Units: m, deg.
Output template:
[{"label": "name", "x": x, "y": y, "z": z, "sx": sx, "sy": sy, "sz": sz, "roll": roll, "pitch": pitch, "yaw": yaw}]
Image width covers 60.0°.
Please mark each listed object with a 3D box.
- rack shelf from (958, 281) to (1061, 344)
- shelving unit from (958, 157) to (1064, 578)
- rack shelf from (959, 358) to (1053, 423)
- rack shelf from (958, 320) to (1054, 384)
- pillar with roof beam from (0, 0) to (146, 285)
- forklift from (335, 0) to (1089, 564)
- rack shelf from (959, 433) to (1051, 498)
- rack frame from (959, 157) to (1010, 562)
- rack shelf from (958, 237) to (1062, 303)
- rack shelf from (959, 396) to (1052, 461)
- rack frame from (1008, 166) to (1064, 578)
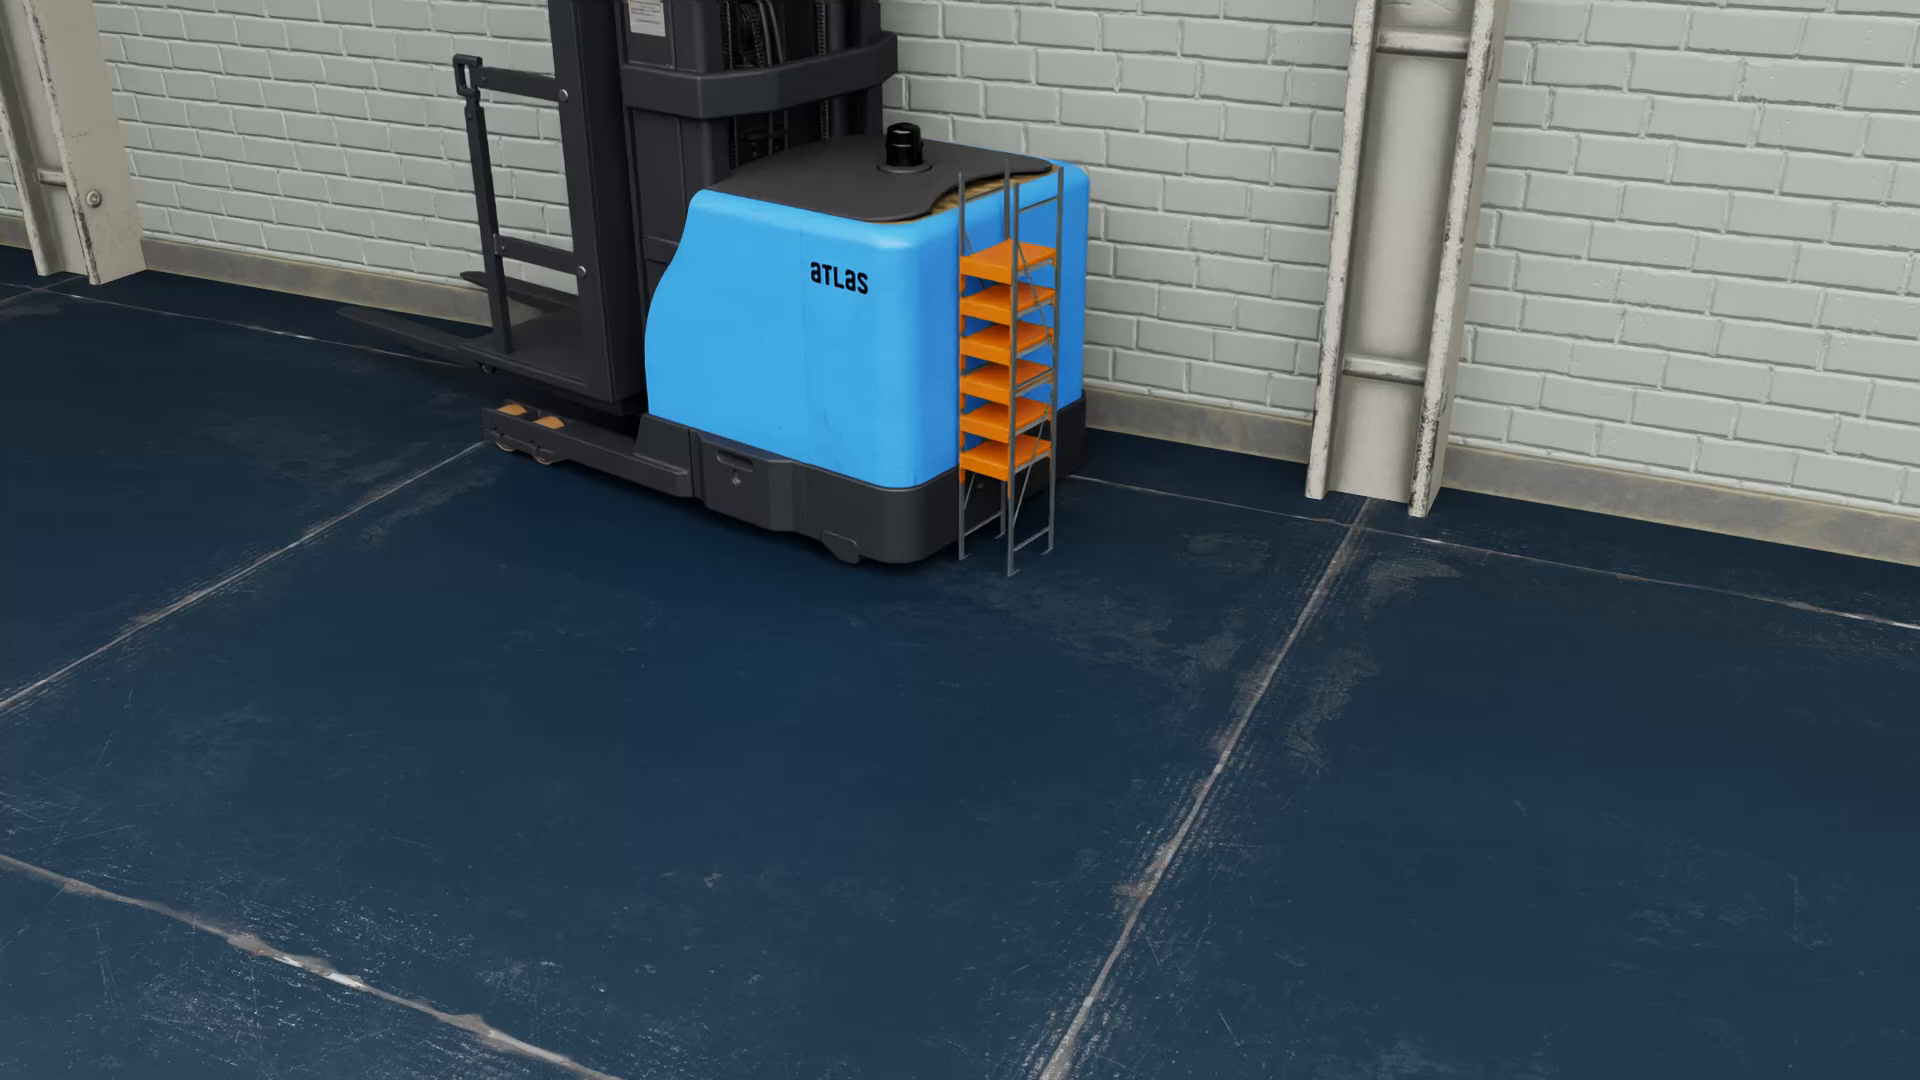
[{"label": "rack shelf", "x": 0.144, "y": -0.666, "z": 4.802, "sx": 0.180, "sy": 0.103, "sz": 0.258, "roll": 18, "pitch": 31, "yaw": 32}, {"label": "shelving unit", "x": 0.144, "y": -0.491, "z": 4.889, "sx": 0.189, "sy": 1.200, "sz": 0.258, "roll": 18, "pitch": 31, "yaw": 32}, {"label": "rack shelf", "x": 0.144, "y": -0.451, "z": 4.908, "sx": 0.180, "sy": 0.103, "sz": 0.258, "roll": 18, "pitch": 31, "yaw": 32}, {"label": "rack shelf", "x": 0.144, "y": -0.559, "z": 4.855, "sx": 0.180, "sy": 0.103, "sz": 0.258, "roll": 18, "pitch": 31, "yaw": 32}, {"label": "pillar with roof beam", "x": -5.851, "y": -3.573, "z": 2.320, "sx": 0.400, "sy": 9.000, "sz": 9.100, "roll": 11, "pitch": 28, "yaw": 22}, {"label": "forklift", "x": -1.065, "y": -1.745, "z": 5.475, "sx": 3.031, "sy": 2.935, "sz": 1.130, "roll": 18, "pitch": 31, "yaw": 32}, {"label": "rack shelf", "x": 0.144, "y": -0.236, "z": 5.014, "sx": 0.180, "sy": 0.103, "sz": 0.258, "roll": 18, "pitch": 31, "yaw": 32}, {"label": "rack frame", "x": 0.070, "y": -0.515, "z": 4.938, "sx": 0.006, "sy": 1.200, "sz": 0.240, "roll": 18, "pitch": 31, "yaw": 32}, {"label": "rack shelf", "x": 0.144, "y": -0.774, "z": 4.749, "sx": 0.180, "sy": 0.103, "sz": 0.258, "roll": 18, "pitch": 31, "yaw": 32}, {"label": "rack shelf", "x": 0.144, "y": -0.343, "z": 4.961, "sx": 0.180, "sy": 0.103, "sz": 0.258, "roll": 18, "pitch": 31, "yaw": 32}, {"label": "rack frame", "x": 0.218, "y": -0.467, "z": 4.840, "sx": 0.006, "sy": 1.200, "sz": 0.240, "roll": 18, "pitch": 31, "yaw": 32}]
